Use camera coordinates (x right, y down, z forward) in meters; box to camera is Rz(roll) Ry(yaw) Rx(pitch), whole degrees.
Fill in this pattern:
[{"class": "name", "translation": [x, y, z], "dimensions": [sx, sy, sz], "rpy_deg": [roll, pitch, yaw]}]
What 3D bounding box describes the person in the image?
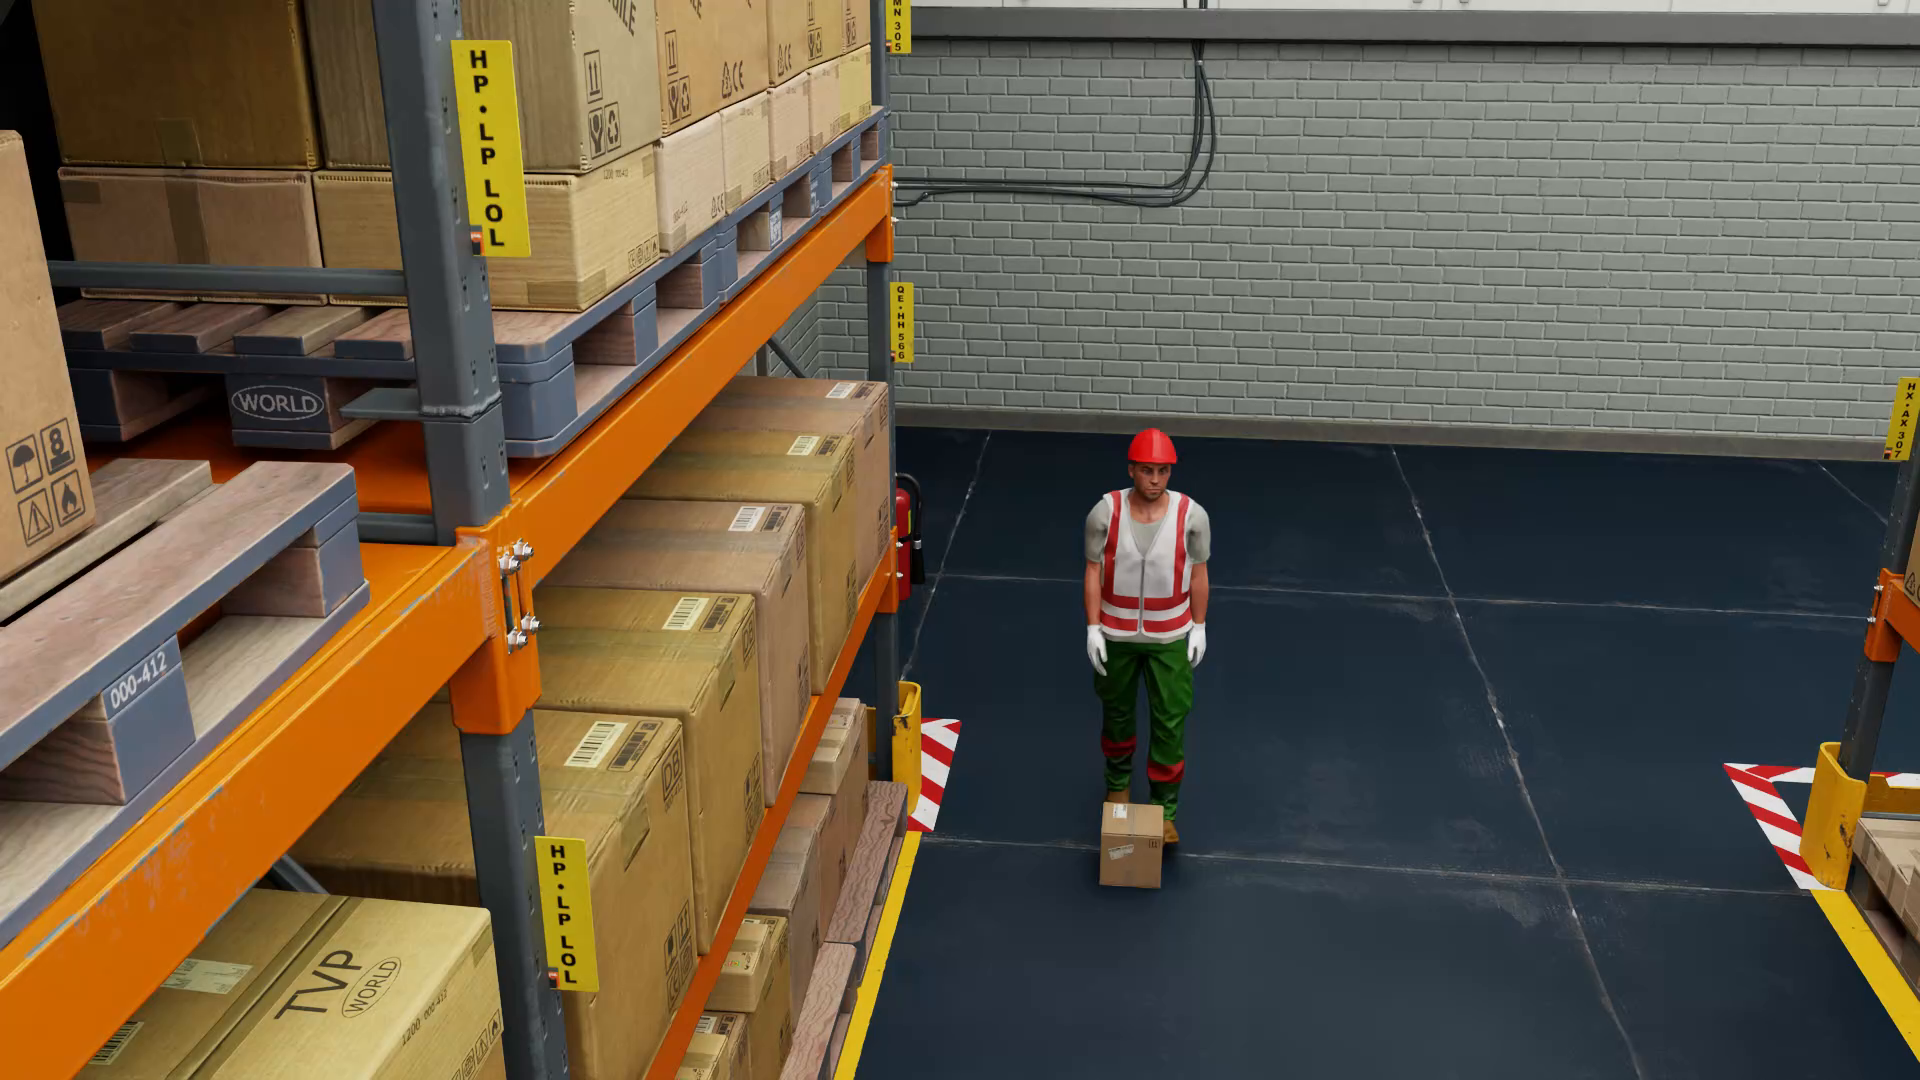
[{"class": "person", "translation": [0.766, 0.419, 6.975], "dimensions": [0.527, 1.797, 0.571], "rpy_deg": [3, 21, 8]}]
